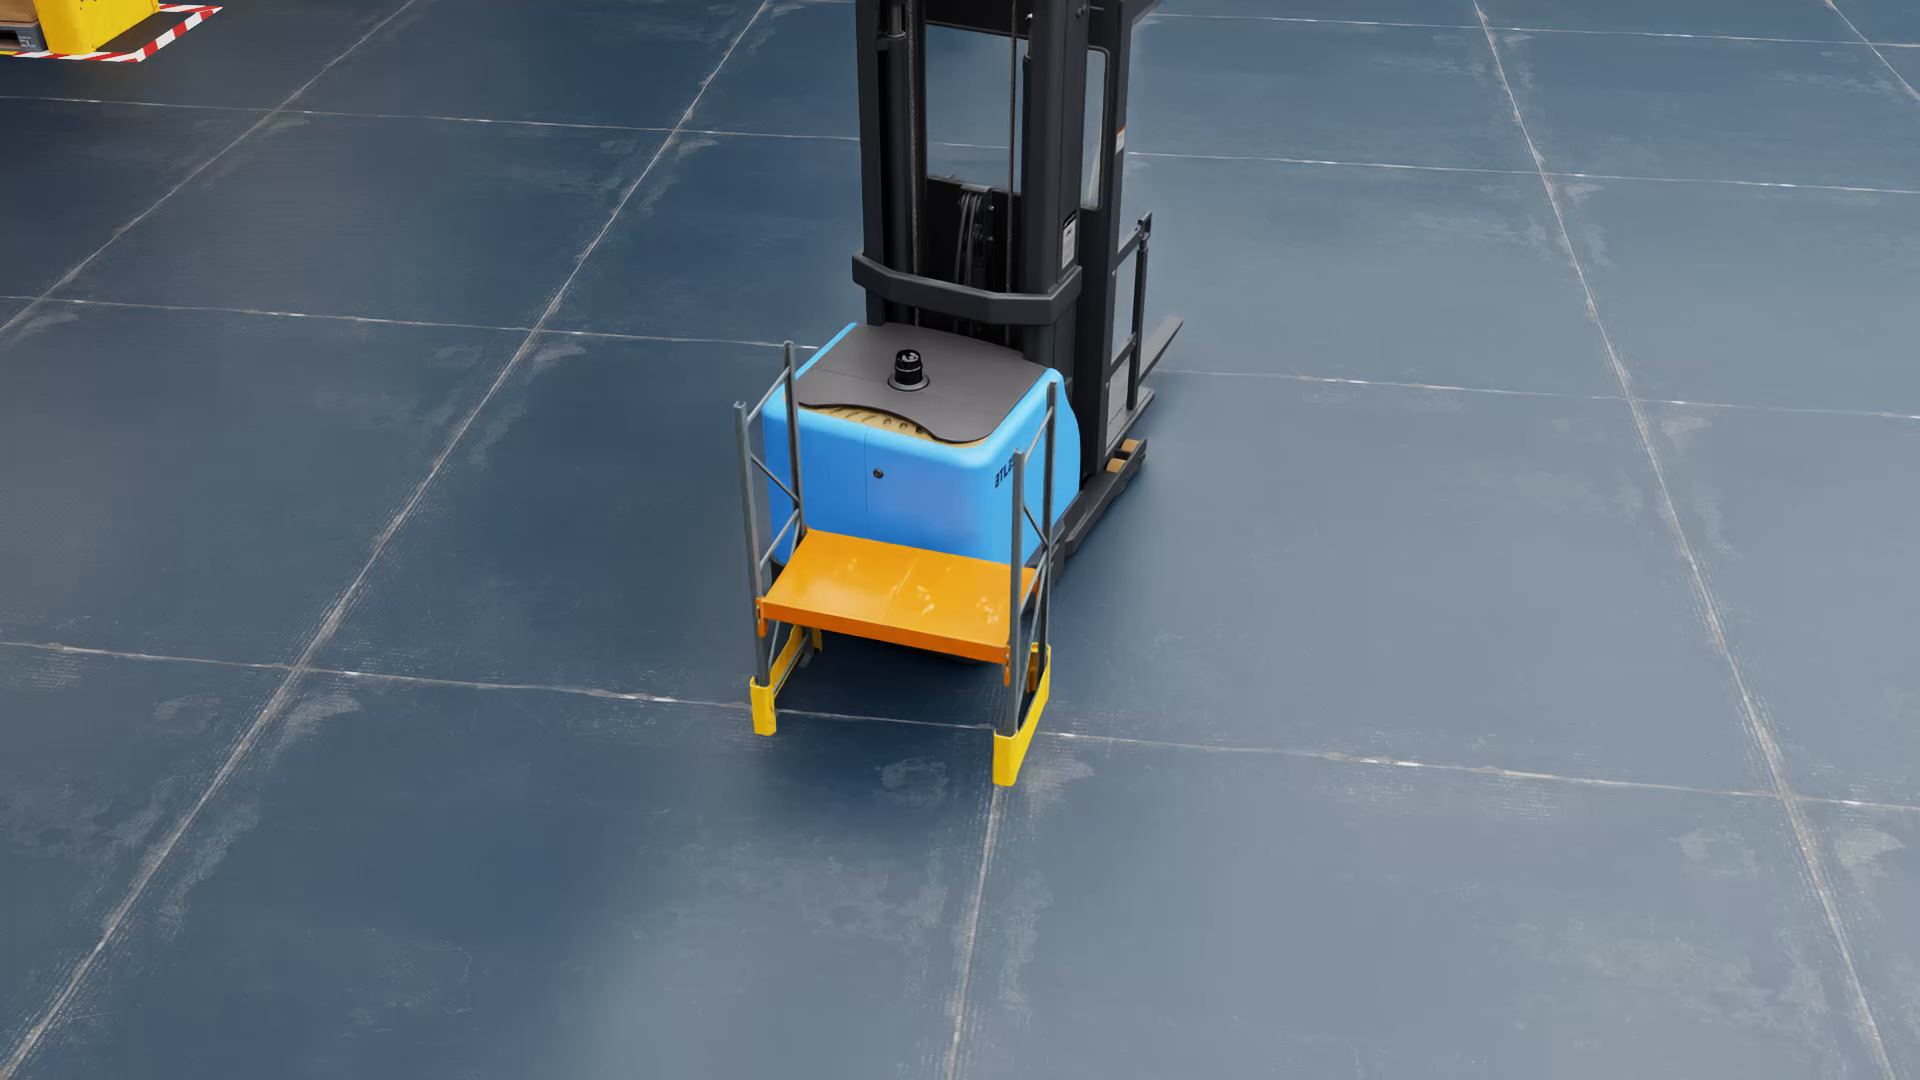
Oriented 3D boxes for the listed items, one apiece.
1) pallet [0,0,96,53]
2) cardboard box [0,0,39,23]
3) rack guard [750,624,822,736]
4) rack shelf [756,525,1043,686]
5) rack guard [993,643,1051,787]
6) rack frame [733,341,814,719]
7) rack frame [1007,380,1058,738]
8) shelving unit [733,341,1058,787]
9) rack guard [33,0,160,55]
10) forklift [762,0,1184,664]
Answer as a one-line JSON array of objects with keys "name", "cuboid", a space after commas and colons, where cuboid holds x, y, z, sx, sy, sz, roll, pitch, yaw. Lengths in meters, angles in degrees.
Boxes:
[{"name": "pallet", "cuboid": [-7.799, -4.266, 13.546, 1.213, 0.211, 1.003, 4, 36, 6]}, {"name": "cardboard box", "cuboid": [-7.677, -4.705, 13.228, 0.875, 0.875, 0.875, 4, 36, 6]}, {"name": "rack guard", "cuboid": [-0.707, 0.516, 6.812, 0.087, 0.250, 0.587, 10, 37, 14]}, {"name": "rack shelf", "cuboid": [-0.221, 0.239, 6.433, 1.000, 0.185, 0.538, 10, 37, 14]}, {"name": "rack guard", "cuboid": [0.246, 0.684, 6.576, 0.087, 0.250, 0.587, 10, 37, 14]}, {"name": "rack frame", "cuboid": [-0.708, 0.007, 6.449, 0.032, 1.500, 0.500, 10, 37, 14]}, {"name": "rack frame", "cuboid": [0.265, 0.179, 6.208, 0.032, 1.500, 0.500, 10, 37, 14]}, {"name": "shelving unit", "cuboid": [-0.230, 0.092, 6.331, 1.083, 1.500, 0.587, 10, 37, 14]}, {"name": "rack guard", "cuboid": [-6.972, -4.368, 13.440, 0.348, 0.500, 1.175, 4, 36, 6]}, {"name": "forklift", "cuboid": [0.270, -1.524, 7.362, 1.130, 2.935, 3.031, 15, 38, 20]}]
